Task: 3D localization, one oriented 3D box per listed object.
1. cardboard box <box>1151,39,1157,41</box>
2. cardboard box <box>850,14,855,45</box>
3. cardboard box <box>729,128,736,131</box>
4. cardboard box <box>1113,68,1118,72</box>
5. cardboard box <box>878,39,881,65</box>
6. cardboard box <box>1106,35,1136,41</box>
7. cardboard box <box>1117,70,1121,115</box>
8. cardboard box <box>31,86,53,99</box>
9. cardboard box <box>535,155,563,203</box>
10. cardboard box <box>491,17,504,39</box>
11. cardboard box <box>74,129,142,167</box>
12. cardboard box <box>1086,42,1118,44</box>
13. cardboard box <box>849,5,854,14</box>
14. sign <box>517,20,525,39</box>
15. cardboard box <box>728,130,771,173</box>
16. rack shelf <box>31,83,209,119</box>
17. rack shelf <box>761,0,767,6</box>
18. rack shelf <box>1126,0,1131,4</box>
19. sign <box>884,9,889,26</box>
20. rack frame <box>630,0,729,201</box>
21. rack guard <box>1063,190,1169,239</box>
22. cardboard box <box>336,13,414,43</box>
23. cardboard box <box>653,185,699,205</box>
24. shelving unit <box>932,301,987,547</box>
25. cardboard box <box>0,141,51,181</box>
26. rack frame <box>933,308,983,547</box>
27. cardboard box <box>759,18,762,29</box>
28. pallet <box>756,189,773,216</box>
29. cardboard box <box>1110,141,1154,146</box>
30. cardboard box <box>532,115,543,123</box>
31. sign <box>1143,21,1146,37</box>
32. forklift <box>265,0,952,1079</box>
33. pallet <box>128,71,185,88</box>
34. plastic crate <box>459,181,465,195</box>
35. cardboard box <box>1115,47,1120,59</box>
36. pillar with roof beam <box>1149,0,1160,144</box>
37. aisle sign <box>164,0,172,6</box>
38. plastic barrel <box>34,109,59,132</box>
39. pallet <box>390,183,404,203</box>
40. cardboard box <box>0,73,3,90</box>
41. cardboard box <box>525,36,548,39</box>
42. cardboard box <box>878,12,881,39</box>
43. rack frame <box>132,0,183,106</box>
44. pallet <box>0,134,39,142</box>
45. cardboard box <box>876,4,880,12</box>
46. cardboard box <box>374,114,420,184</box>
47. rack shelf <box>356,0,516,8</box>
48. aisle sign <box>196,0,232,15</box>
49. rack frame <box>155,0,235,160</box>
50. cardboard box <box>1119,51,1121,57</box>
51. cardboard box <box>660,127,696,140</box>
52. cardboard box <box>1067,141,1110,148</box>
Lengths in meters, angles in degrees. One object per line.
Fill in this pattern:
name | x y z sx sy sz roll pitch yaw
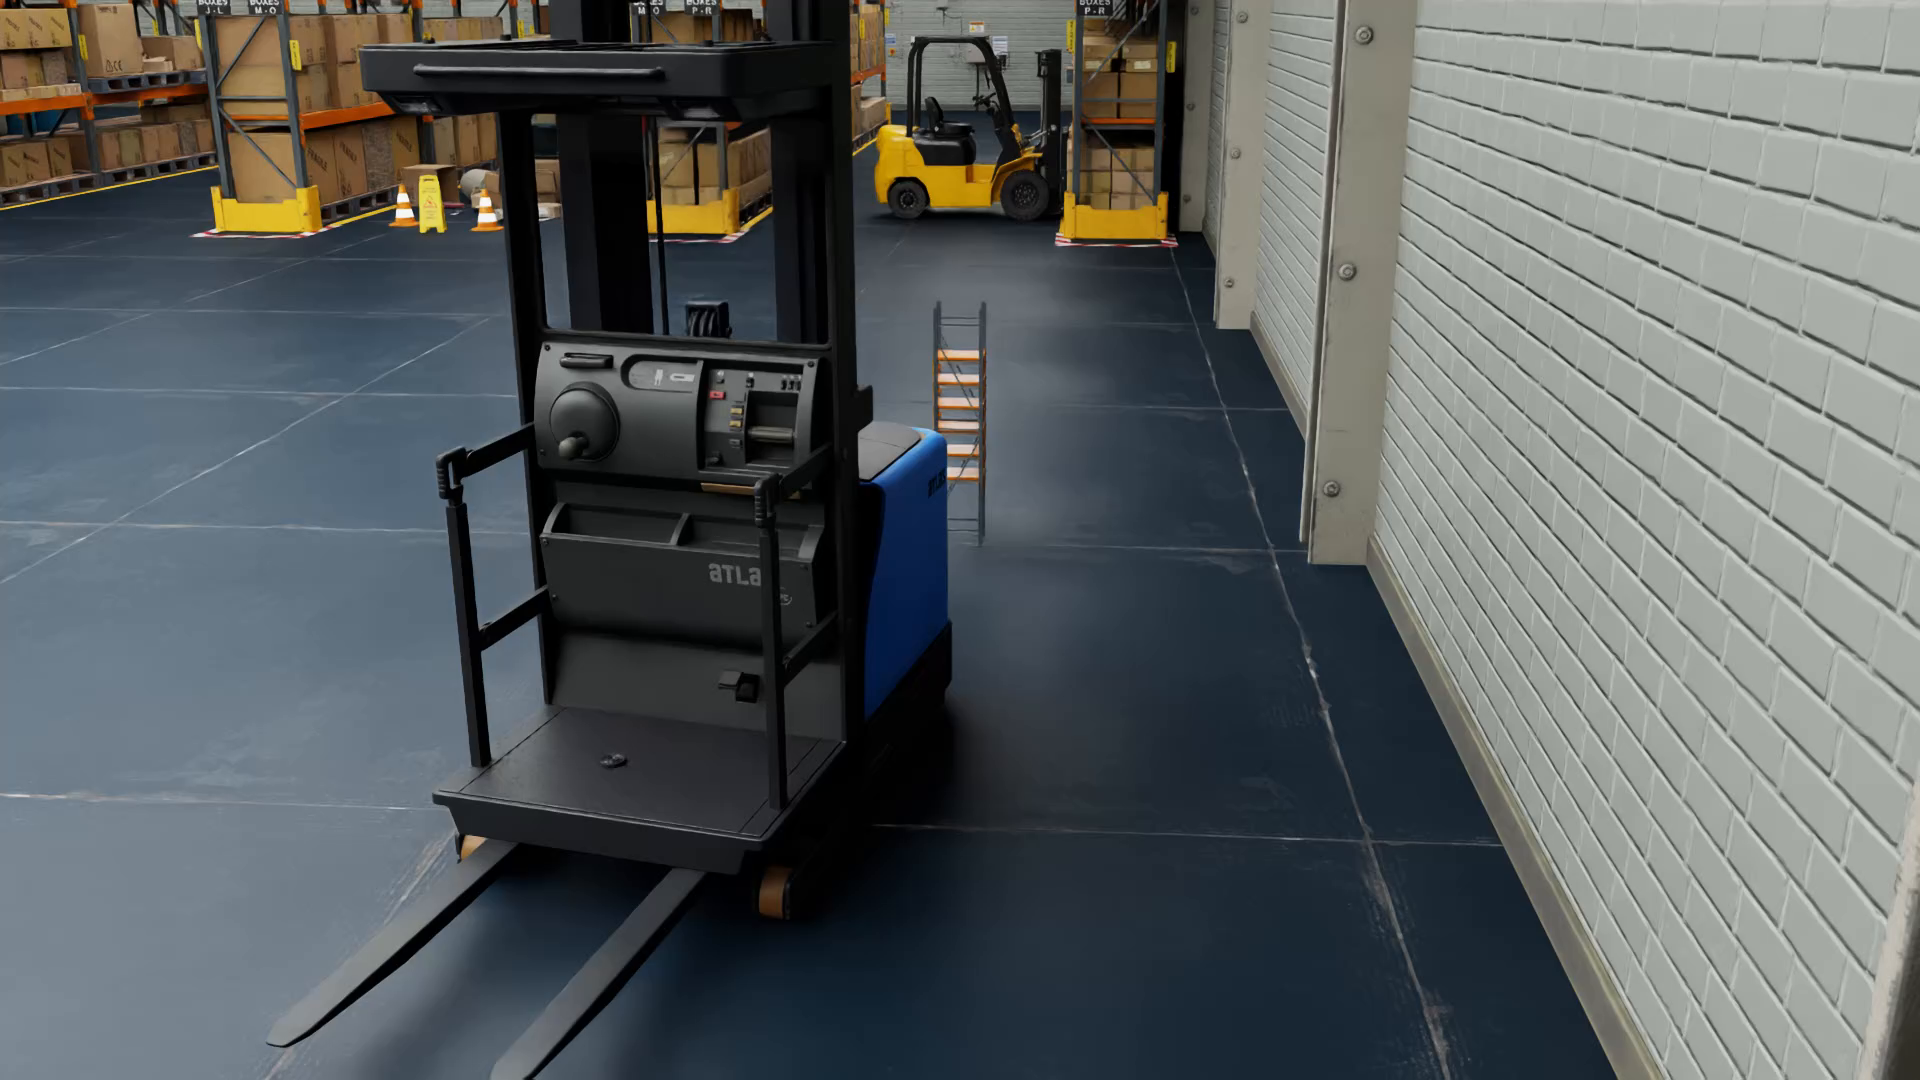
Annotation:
cardboard box | 2.280 -6.213 20.888 0.380 0.149 0.250 1 18 3
cardboard box | -2.129 -8.952 29.161 0.500 0.500 0.500 2 18 5
cardboard box | -3.229 -5.156 21.878 0.500 0.500 0.500 2 18 6
cardboard box | 1.593 -5.266 19.515 0.500 0.500 0.500 2 18 6
cardboard box | -1.852 -9.714 33.090 0.500 0.500 0.500 1 18 3
cardboard box | 2.540 -7.787 26.534 0.500 0.500 0.500 2 18 7
cardboard box | 2.101 -5.256 19.485 0.500 0.500 0.500 2 18 6
cardboard box | -12.510 -6.045 22.458 0.380 0.149 0.250 1 18 4
cardboard box | -5.518 -4.779 21.982 0.797 0.637 0.503 1 18 4
cardboard box | -7.591 -7.955 26.118 0.700 0.500 0.500 1 18 4
cardboard box | -12.657 -5.831 24.708 0.700 0.500 0.500 1 18 4
cardboard box | 1.659 -5.746 19.463 0.380 0.149 0.250 1 18 4
cardboard box | -2.036 -9.658 30.273 0.380 0.149 0.250 1 18 3
sign | -6.995 -8.111 26.499 0.100 0.325 0.005 1 18 4
cardboard box | -2.736 -4.993 21.382 0.500 0.500 0.500 2 18 7
rack shelf | -12.632 -6.751 25.364 1.077 0.370 4.000 1 18 4
rack shelf | -2.748 -7.955 24.222 1.077 0.370 4.000 1 18 4
rack shelf | 2.777 -10.330 31.470 1.077 0.370 4.000 1 18 4
sign | -1.491 -10.624 33.788 0.100 0.325 0.005 1 18 4
rack frame | -3.178 -5.008 18.890 1.000 3.000 0.127 1 18 4
rack guard | 1.772 -3.703 18.922 1.175 0.500 0.348 1 18 4
cardboard box | -7.896 -6.800 22.384 0.875 0.550 0.550 1 18 4
cardboard box | -3.387 -4.166 20.060 0.500 0.250 0.500 1 18 4
shelving unit | -0.001 -0.566 8.222 0.258 1.200 0.189 1 18 4
cardboard box | -12.878 -5.182 22.760 0.500 0.500 0.500 7 20 21
rack frame | -0.008 -0.537 8.136 0.240 1.200 0.006 1 18 4
cardboard box | -3.051 -7.396 23.821 0.380 0.149 0.250 1 18 2
pallet | -2.989 -4.336 21.317 1.003 0.211 1.213 1 18 4
cardboard box | 2.029 -4.567 19.679 0.500 0.250 0.500 1 18 4
cardboard box | -7.244 -6.798 27.691 0.500 0.500 0.500 1 18 2
sign | 2.901 -7.922 25.923 0.100 0.325 0.005 1 18 4
forklift | -0.934 -0.393 4.916 1.130 2.935 3.031 5 19 15
pallet | -12.590 -7.007 25.298 1.003 0.211 1.213 1 18 4
plastic crate | -6.541 -4.937 23.097 0.450 0.188 0.662 0 15 35
cardboard box | 2.299 -6.601 22.548 0.380 0.149 0.250 1 18 3
pillar with roof beam | -0.711 -11.768 29.887 9.100 9.000 0.400 1 18 4
aisle sign | -16.558 -11.560 34.711 0.394 0.787 0.004 1 18 4
plastic barrel | -17.198 -8.101 31.023 0.600 0.901 0.708 1 18 4
pallet | -7.968 -4.770 22.641 1.003 0.211 1.213 1 18 4
cardboard box | -12.953 -6.056 21.449 0.875 0.500 0.500 1 18 4
cardboard box | -7.230 -8.482 28.266 0.380 0.149 0.250 2 18 6
cardboard box | -1.836 -10.182 32.913 0.500 0.500 0.500 1 18 4
rack frame | -16.856 -10.309 35.068 1.000 3.000 0.127 1 18 4
pallet | -17.324 -7.123 29.823 1.003 0.211 1.213 1 18 4
cardboard box | -1.786 -10.531 32.936 0.380 0.149 0.250 1 18 3
cardboard box | -7.951 -5.326 22.597 0.875 0.875 0.875 2 18 5
rack shelf | -7.692 -8.034 24.463 1.077 0.370 4.000 1 18 4
aisle sign | -8.427 -6.307 18.680 0.394 0.787 0.004 1 18 4
rack frame | -12.489 -7.714 27.148 1.000 3.000 0.127 1 18 4
cardboard box | 2.192 -6.074 20.940 0.380 0.149 0.250 2 18 6
cardboard box | -3.421 -4.936 20.164 0.380 0.149 0.250 2 18 6
cardboard box | 1.526 -4.575 19.704 0.500 0.250 0.500 2 18 5
